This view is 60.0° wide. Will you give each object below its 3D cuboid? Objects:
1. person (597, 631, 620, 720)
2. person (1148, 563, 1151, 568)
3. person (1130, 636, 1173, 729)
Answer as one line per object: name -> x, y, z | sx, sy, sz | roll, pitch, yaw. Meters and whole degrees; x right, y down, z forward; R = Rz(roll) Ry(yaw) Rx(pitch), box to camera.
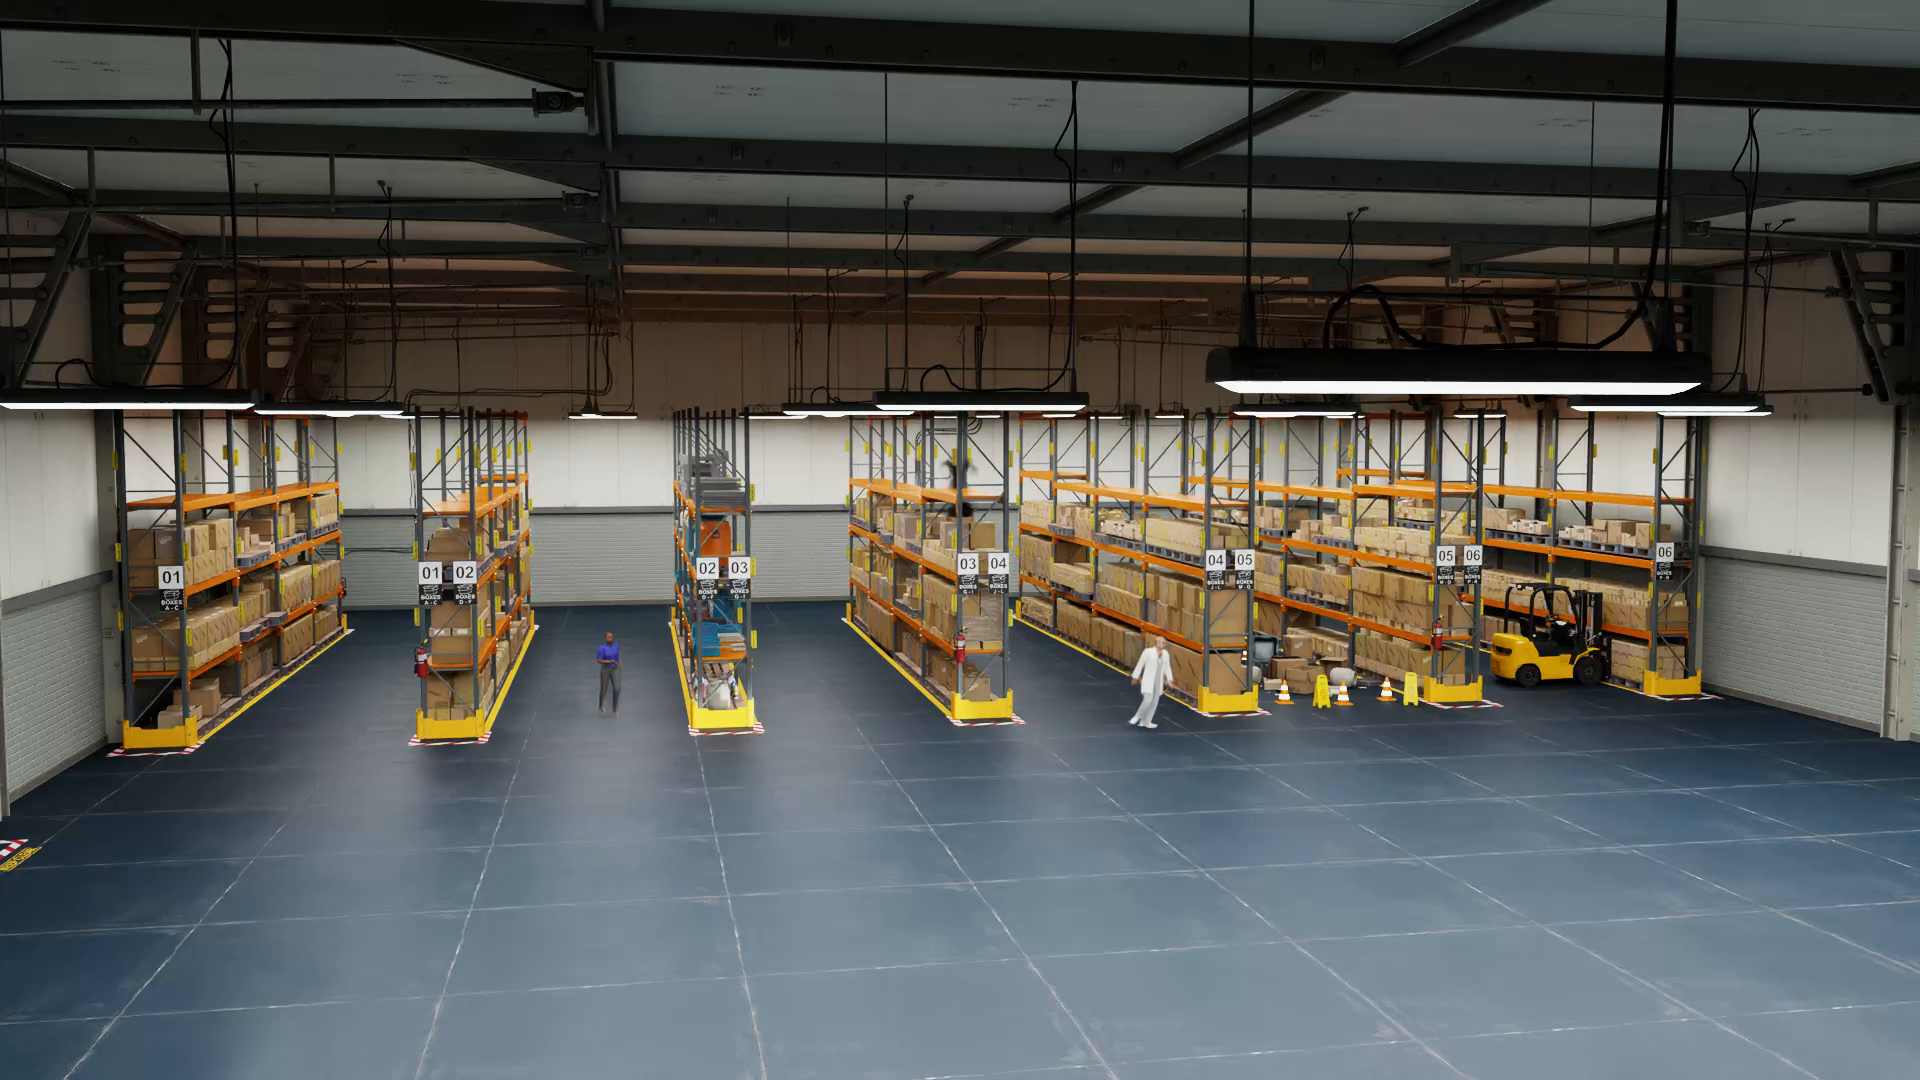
person -> -6.793, 2.609, 32.176 | 0.520, 1.715, 0.847 | -2, 5, -28
person -> 5.480, 1.506, 47.095 | 0.640, 1.759, 0.784 | -4, 5, -42
person -> 3.562, 2.683, 31.050 | 0.722, 1.682, 0.569 | -2, 5, -29
